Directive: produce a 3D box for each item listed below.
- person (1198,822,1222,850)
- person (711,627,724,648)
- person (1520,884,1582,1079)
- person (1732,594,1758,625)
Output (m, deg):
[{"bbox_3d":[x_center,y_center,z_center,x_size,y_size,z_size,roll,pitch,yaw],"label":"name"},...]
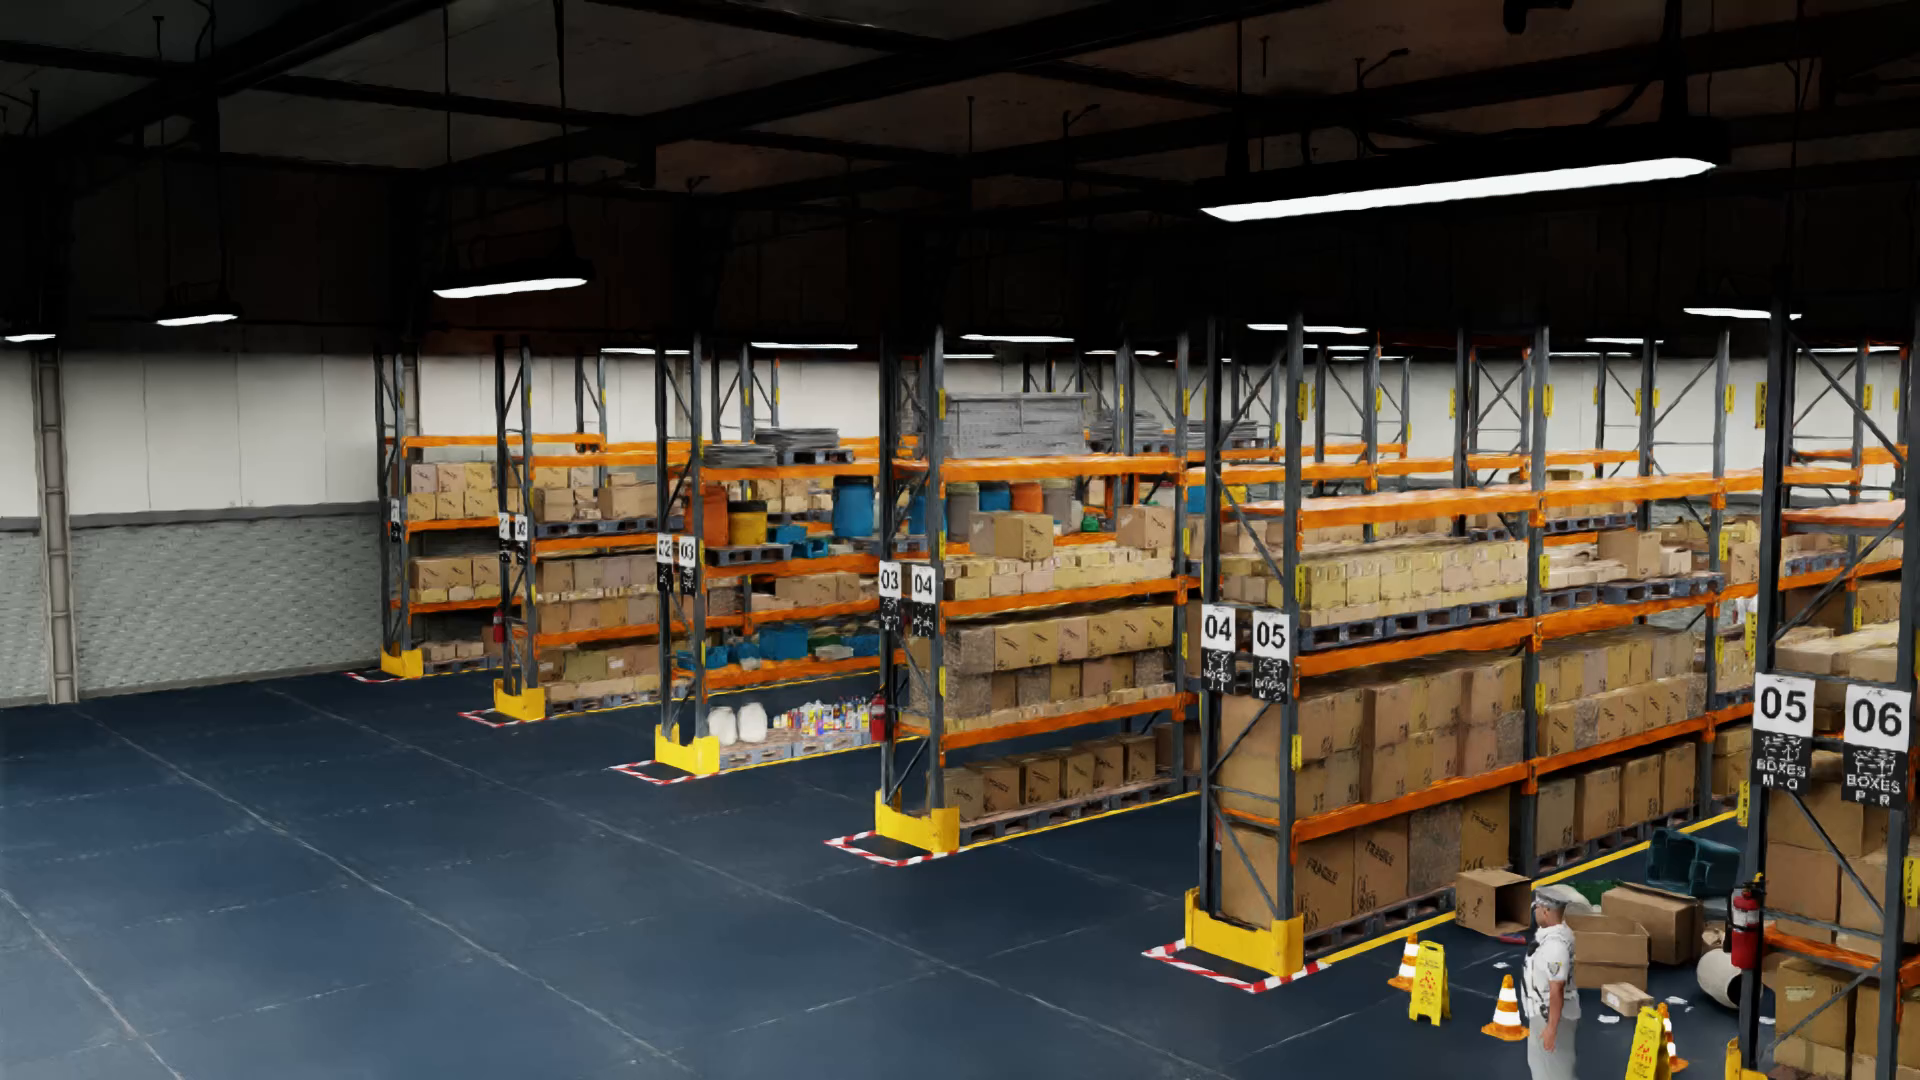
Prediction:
[{"bbox_3d":[3.171,2.674,18.558,0.954,1.609,0.483,-2,6,-20],"label":"person"},{"bbox_3d":[-4.798,1.366,32.589,0.682,1.661,0.844,3,6,33],"label":"person"},{"bbox_3d":[4.125,3.264,11.421,0.548,1.745,0.652,2,6,20],"label":"person"},{"bbox_3d":[14.312,1.546,30.213,1.103,1.700,0.571,-5,7,-42],"label":"person"}]
